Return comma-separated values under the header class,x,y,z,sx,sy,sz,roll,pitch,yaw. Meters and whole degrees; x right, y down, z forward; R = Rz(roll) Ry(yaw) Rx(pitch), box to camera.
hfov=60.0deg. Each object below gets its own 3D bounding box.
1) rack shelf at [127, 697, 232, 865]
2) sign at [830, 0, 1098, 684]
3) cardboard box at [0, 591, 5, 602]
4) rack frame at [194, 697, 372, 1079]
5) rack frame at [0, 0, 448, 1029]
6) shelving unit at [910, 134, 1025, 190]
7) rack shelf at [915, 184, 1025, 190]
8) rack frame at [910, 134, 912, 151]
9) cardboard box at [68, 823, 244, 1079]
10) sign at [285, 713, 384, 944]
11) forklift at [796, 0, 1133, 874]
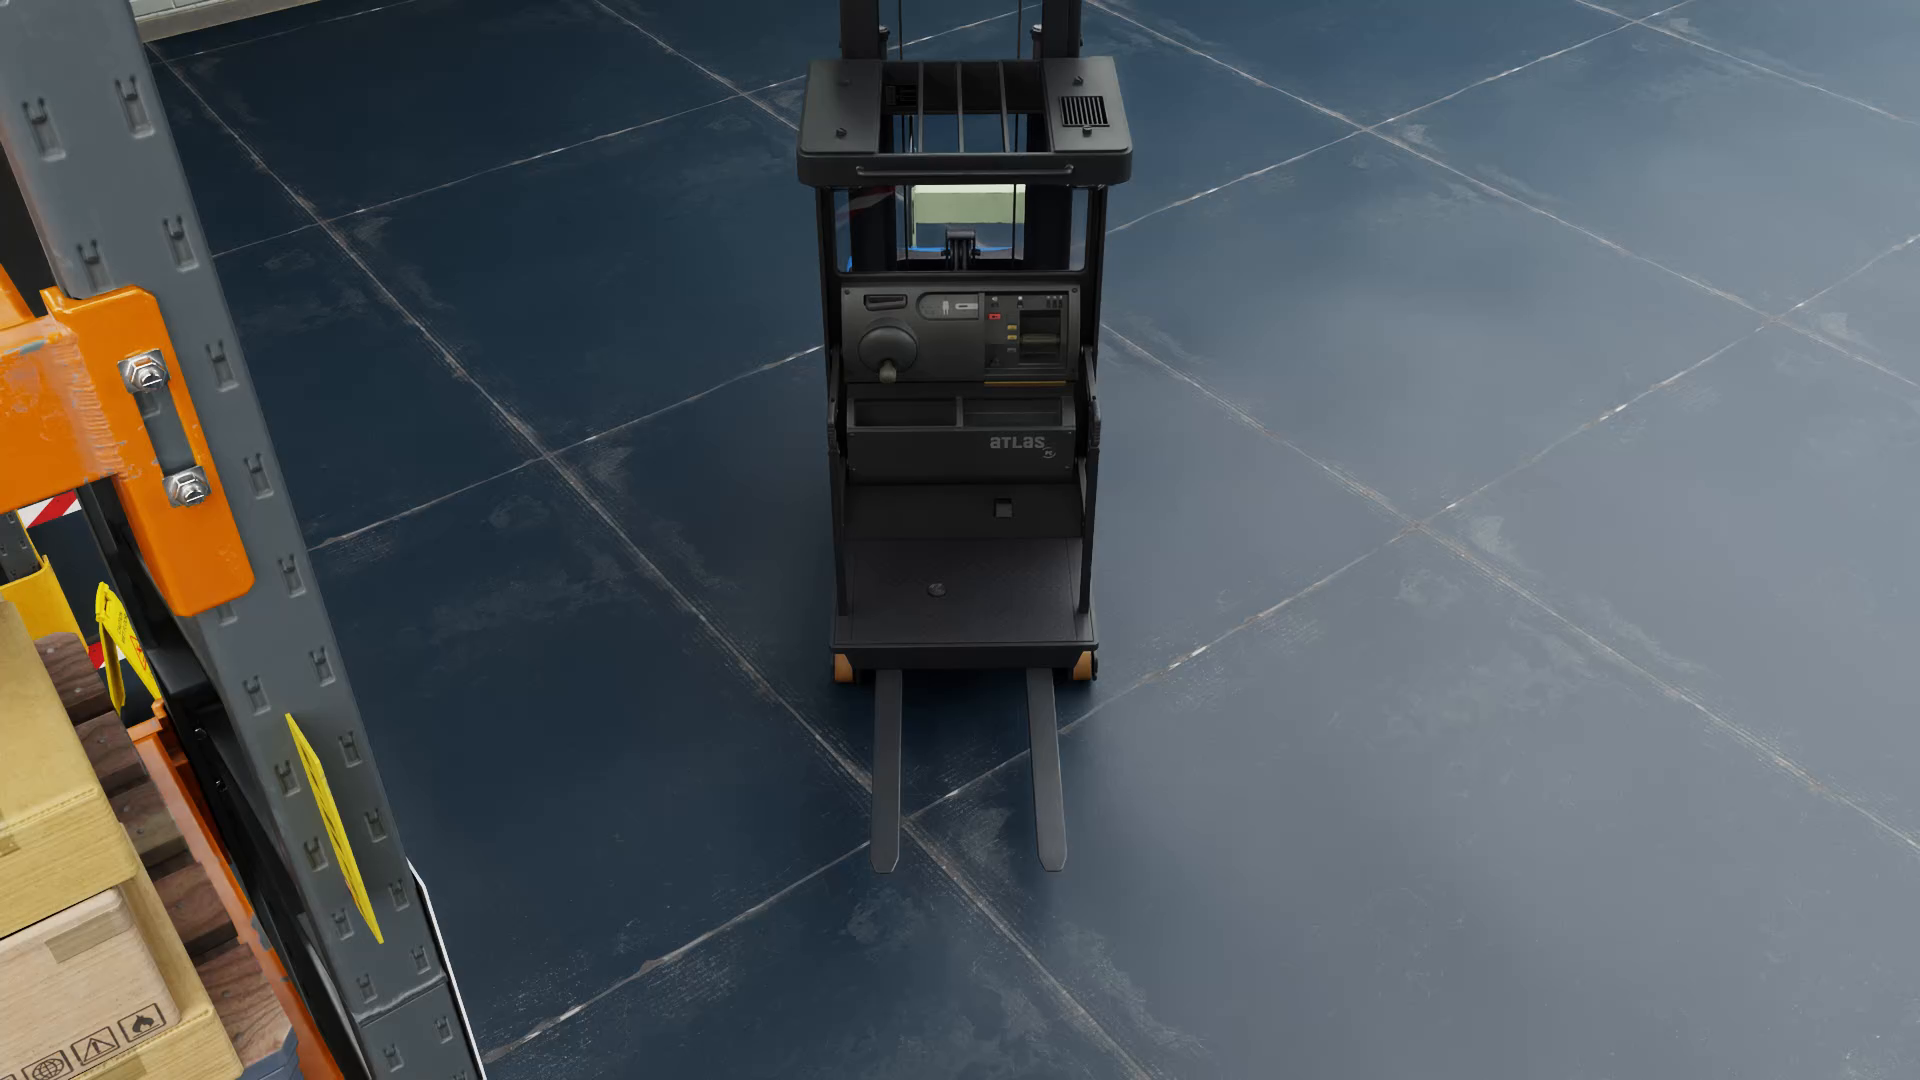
class,x,y,z,sx,sy,sz,roll,pitch,yaw
rack shelf,-2.643,1.429,1.845,4.000,0.370,1.077,-26,46,-28
sign,0.001,-1.060,6.814,2.025,2.768,2.177,-26,46,-28
cardboard box,-1.525,0.246,2.509,0.250,0.149,0.380,-26,46,-28
rack frame,-1.055,1.540,3.508,0.053,2.616,0.949,-26,46,-28
rack frame,-1.057,-0.782,1.608,0.127,3.000,1.000,-26,46,-28
shelving unit,0.131,-1.298,8.146,0.731,1.308,0.431,0,39,0
rack shelf,0.136,-1.679,7.841,0.686,0.124,0.368,0,39,0
rack frame,-0.230,-1.298,8.146,0.010,1.308,0.380,0,39,0
cardboard box,-1.114,0.573,2.109,0.250,0.149,0.380,-26,46,-28
sign,-0.738,0.345,1.964,0.005,0.325,0.100,-26,46,-28
forklift,0.005,-0.733,6.333,1.121,2.935,3.031,-1,39,-1
